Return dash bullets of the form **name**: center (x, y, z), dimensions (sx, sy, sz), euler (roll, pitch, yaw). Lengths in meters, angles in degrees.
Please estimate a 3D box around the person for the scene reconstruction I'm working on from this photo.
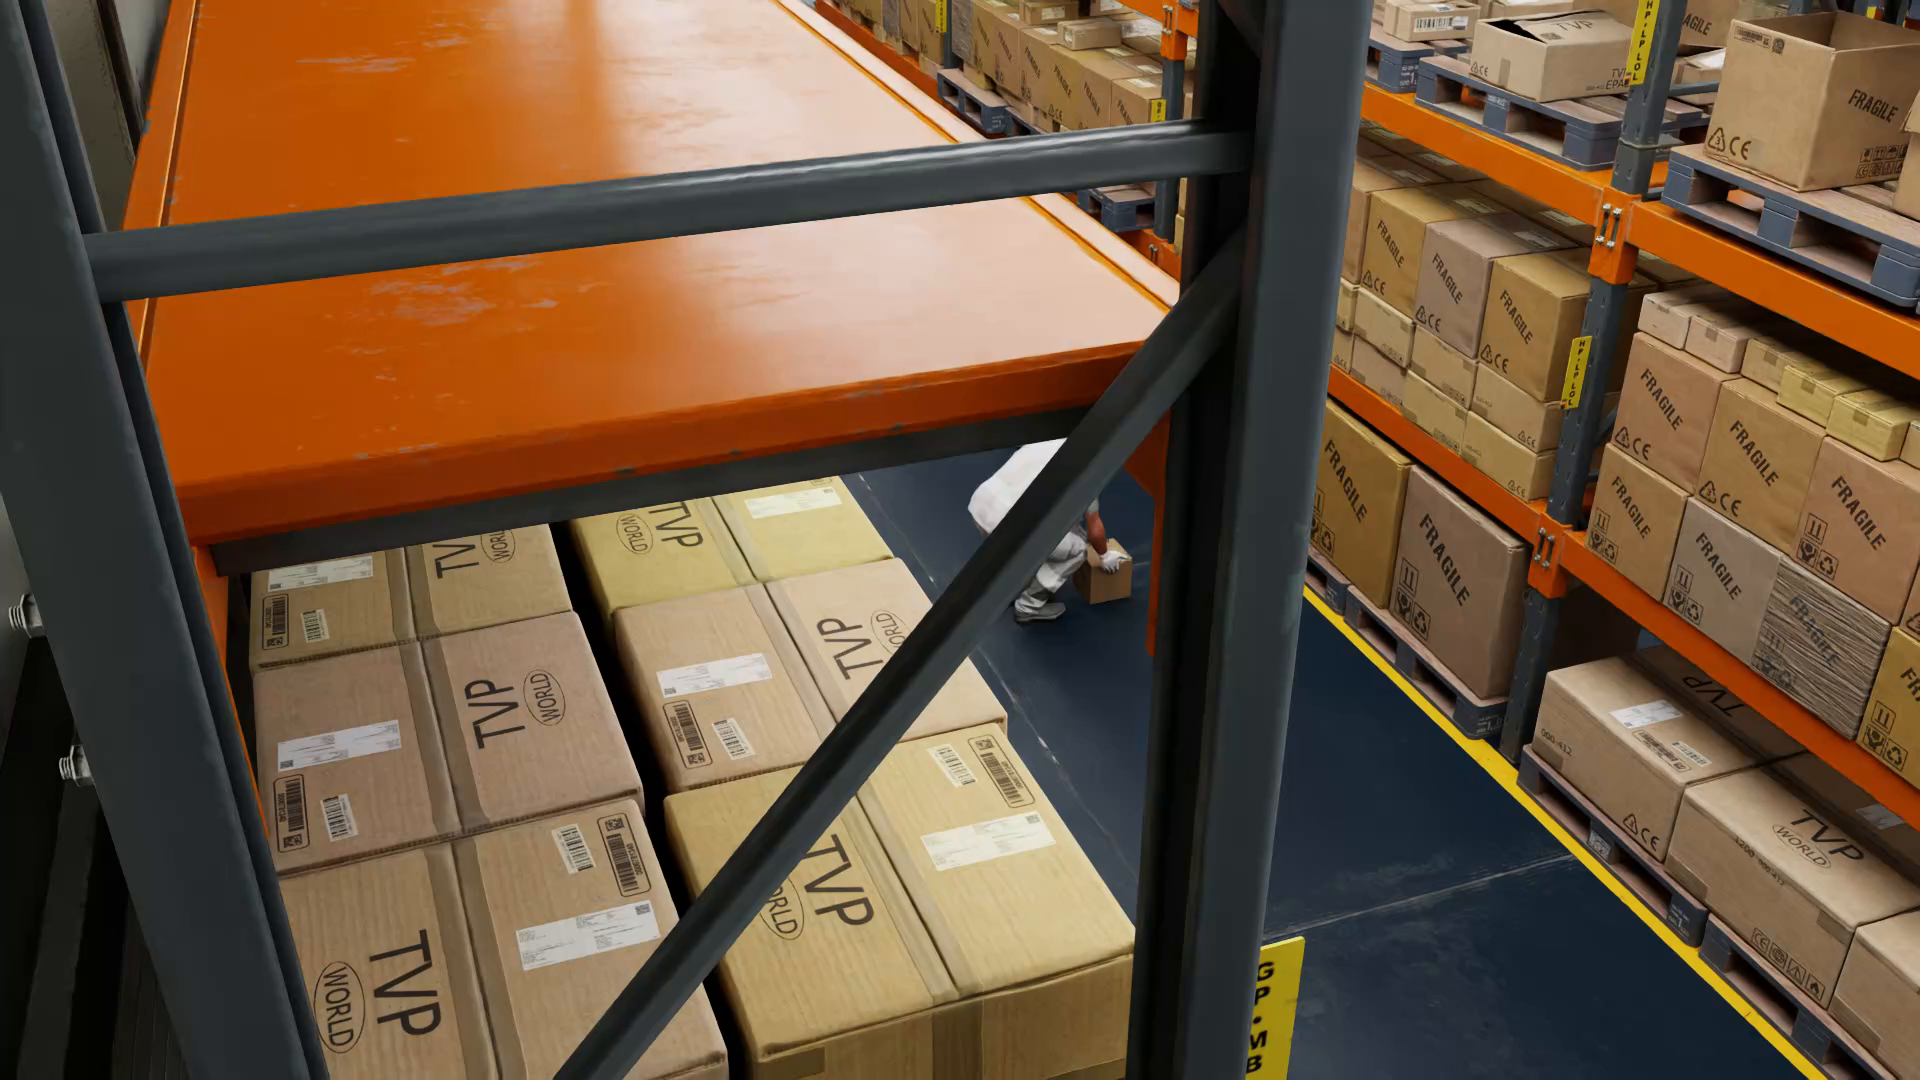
- **person**: center (0.464, -0.141, 9.062), dimensions (0.866, 1.091, 0.581), euler (-10, 31, -18)
